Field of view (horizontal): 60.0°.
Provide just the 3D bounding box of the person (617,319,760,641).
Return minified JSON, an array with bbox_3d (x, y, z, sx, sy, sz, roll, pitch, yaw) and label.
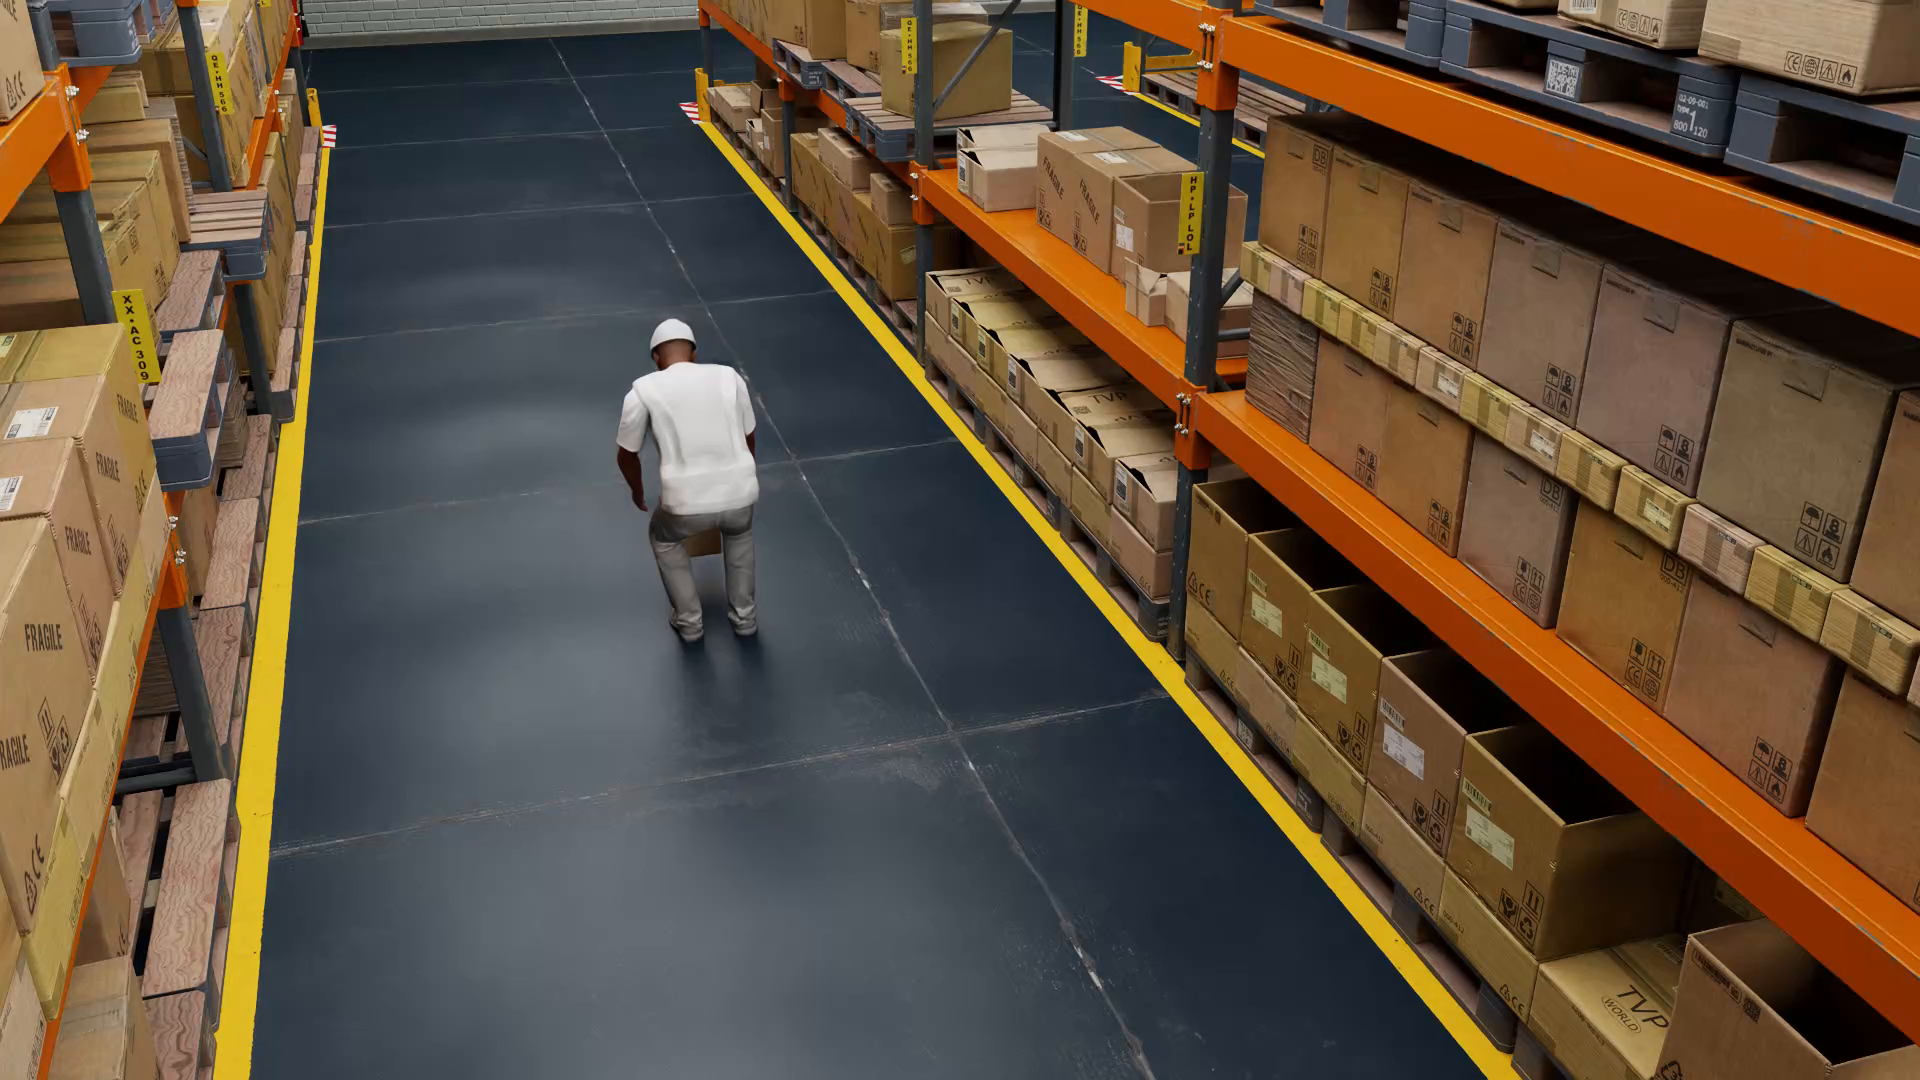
[{"bbox_3d":[-1.203,-0.245,7.496,0.632,1.405,0.762,-8,27,-16],"label":"person"}]
